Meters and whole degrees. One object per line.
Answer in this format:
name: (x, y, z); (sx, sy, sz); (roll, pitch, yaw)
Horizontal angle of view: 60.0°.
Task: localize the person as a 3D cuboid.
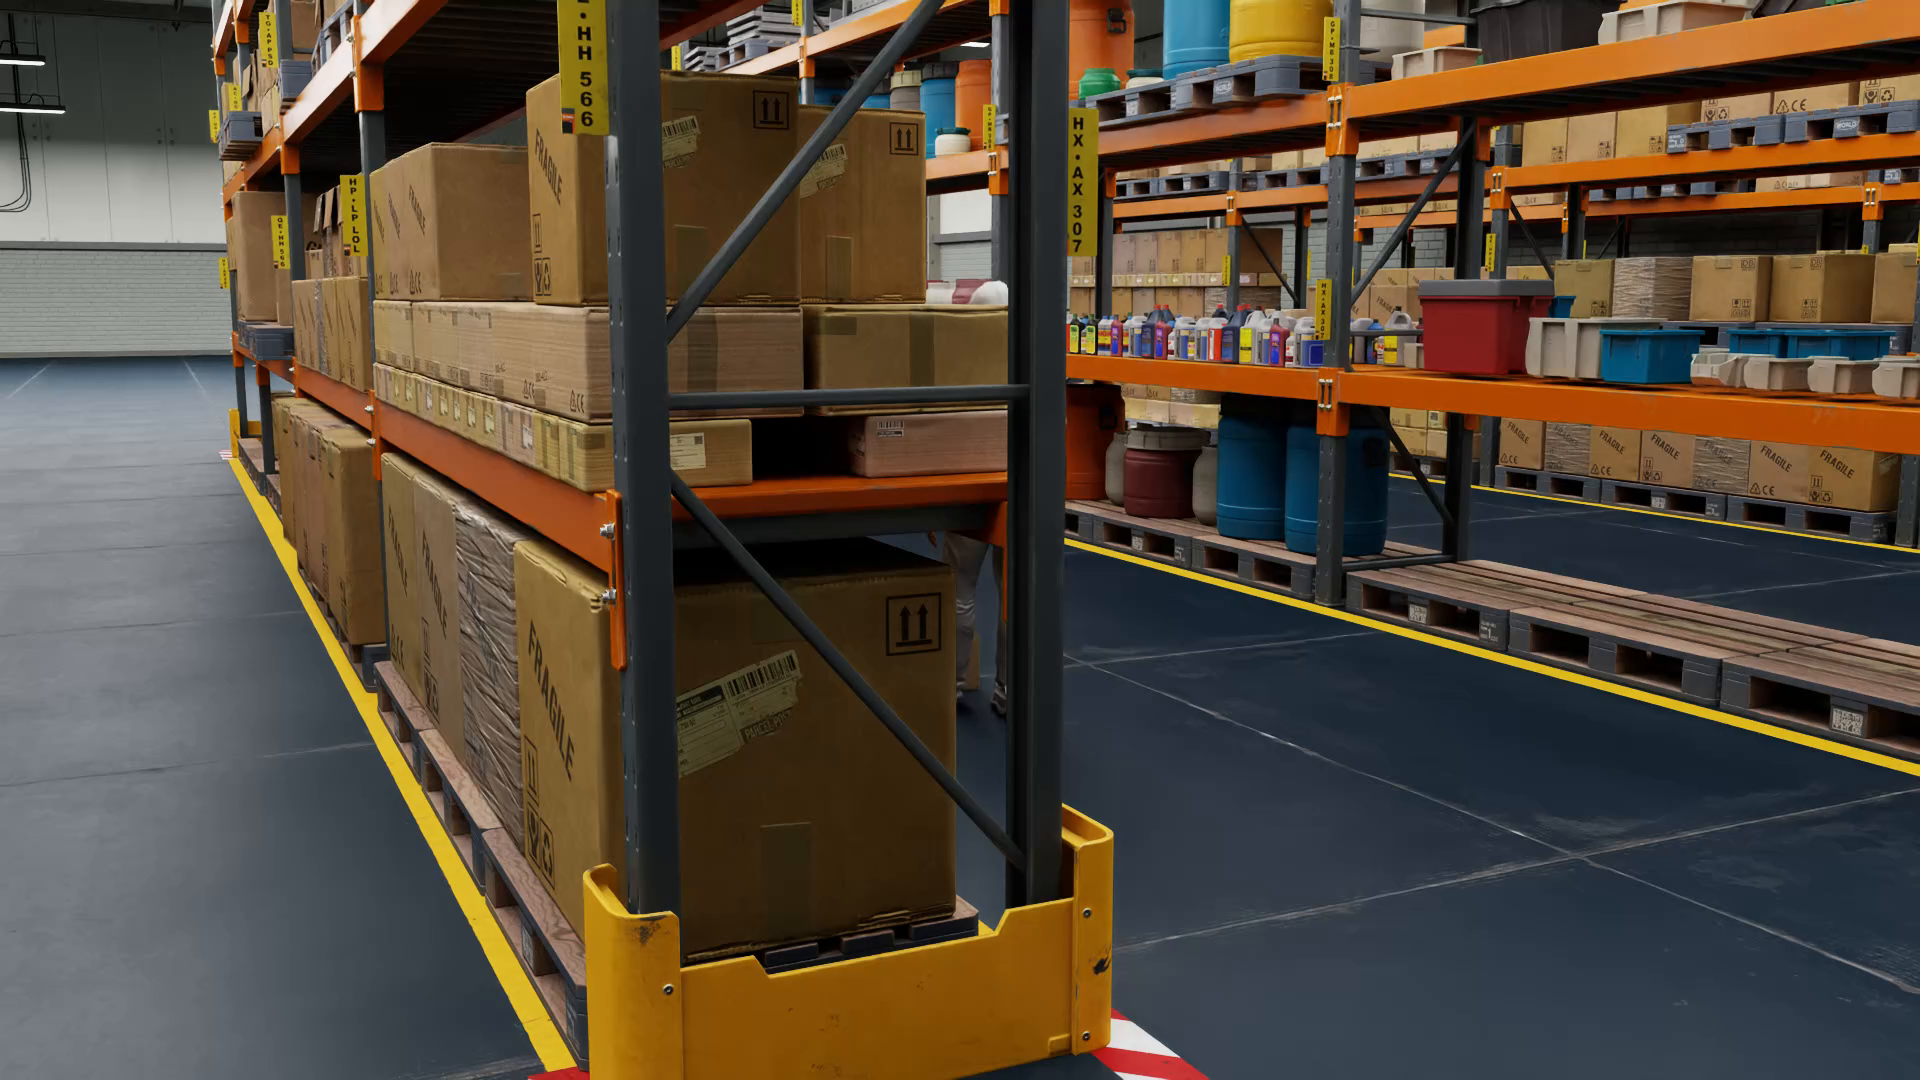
person: (0.108, -0.183, 6.929); (0.605, 1.768, 0.594); (-2, 9, -15)
